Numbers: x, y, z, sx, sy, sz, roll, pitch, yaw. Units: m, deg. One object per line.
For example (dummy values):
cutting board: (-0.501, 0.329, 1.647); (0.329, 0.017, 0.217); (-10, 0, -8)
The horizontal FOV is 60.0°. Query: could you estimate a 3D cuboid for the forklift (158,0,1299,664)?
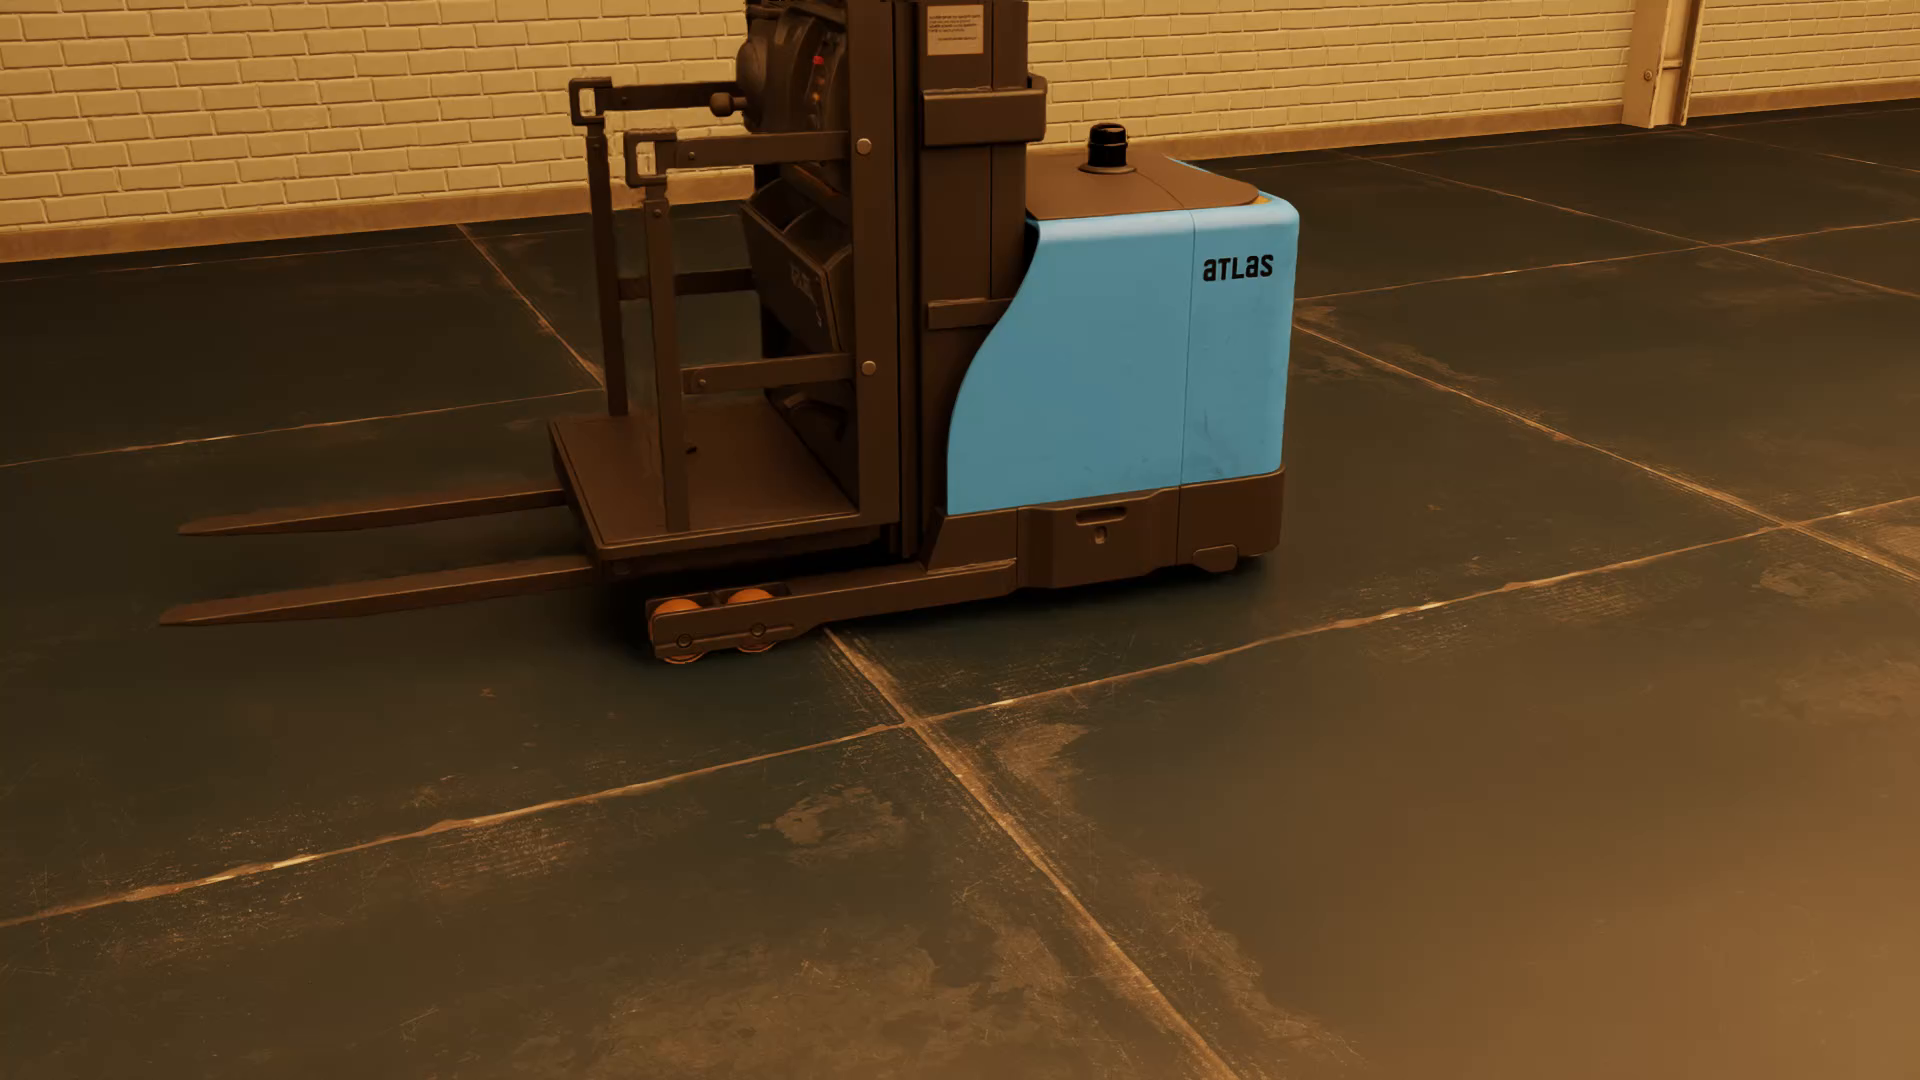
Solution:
forklift: (-0.631, -1.258, 4.315); (3.031, 2.935, 1.130); (-8, 24, -18)
